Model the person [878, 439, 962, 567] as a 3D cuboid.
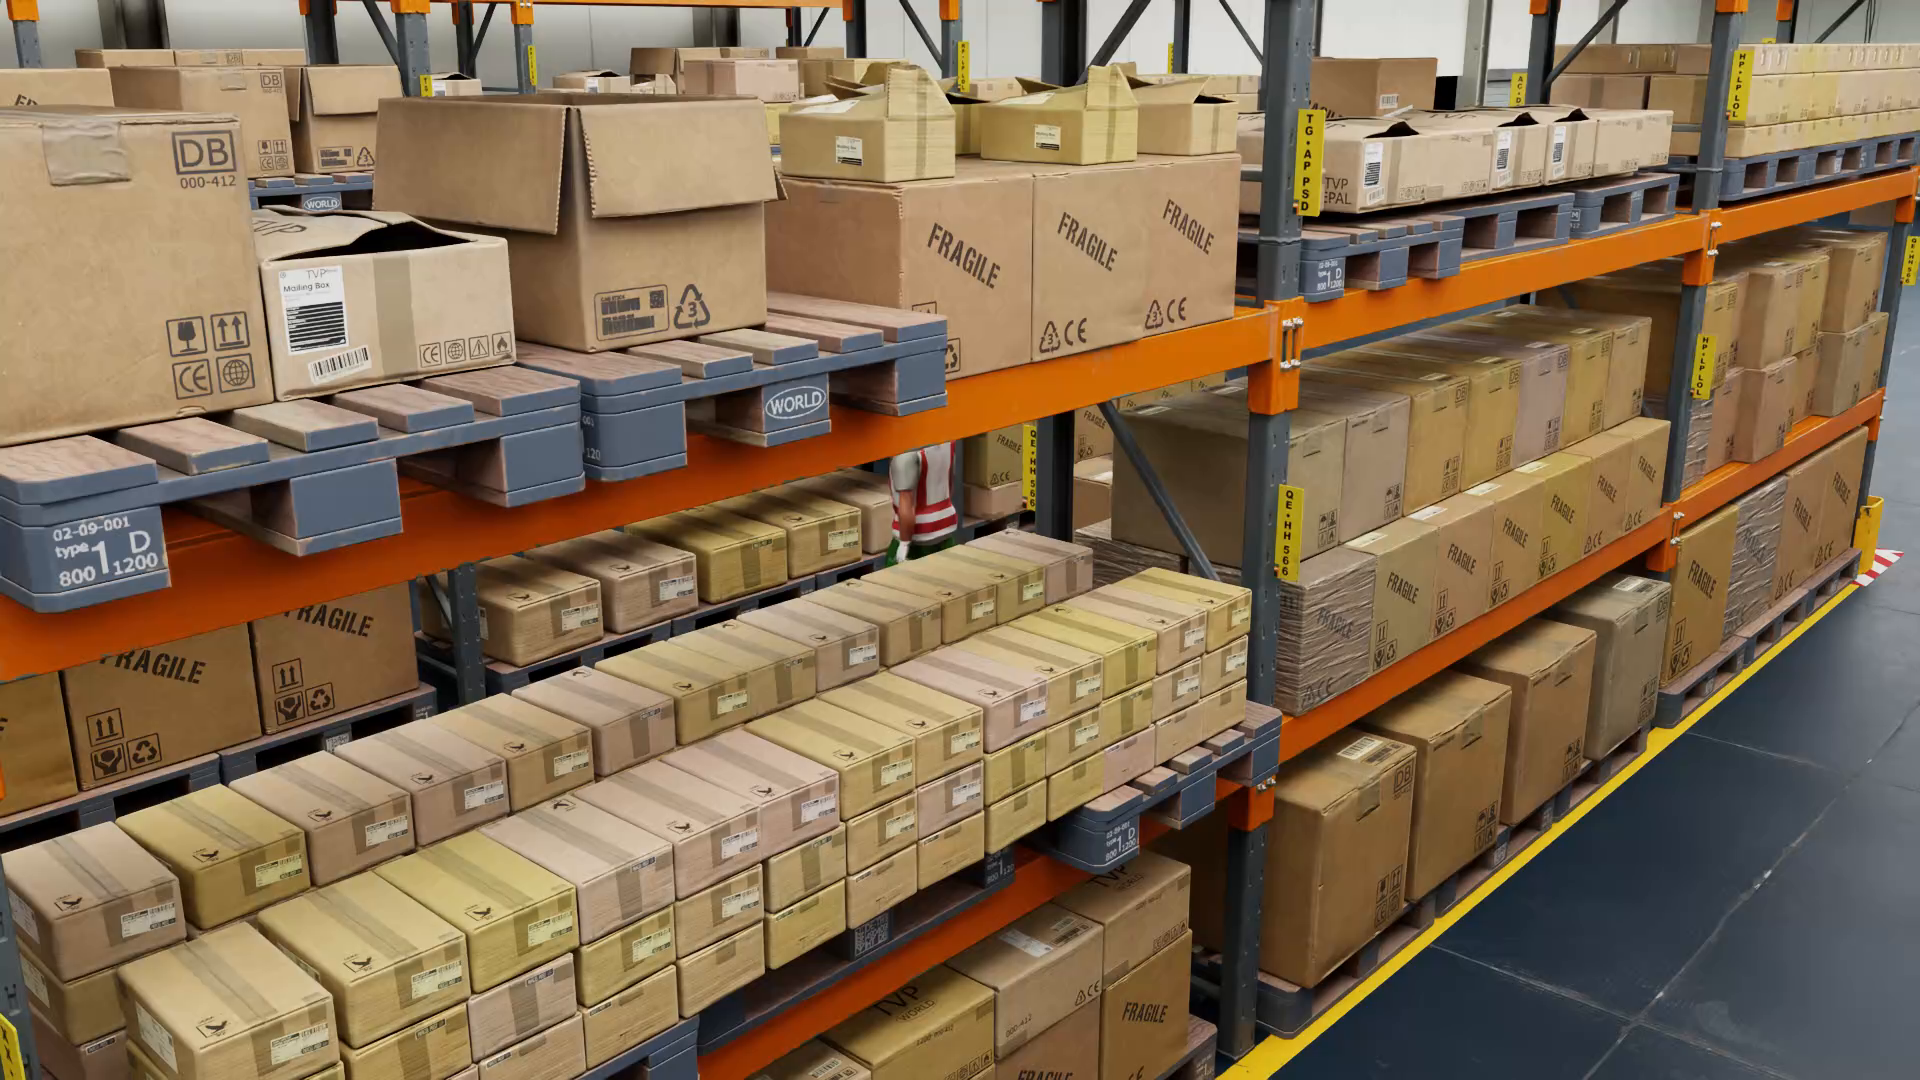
[{"bbox_3d":[-0.228,-0.028,9.606,0.345,1.784,0.526,15,22,41],"label":"person"}]
